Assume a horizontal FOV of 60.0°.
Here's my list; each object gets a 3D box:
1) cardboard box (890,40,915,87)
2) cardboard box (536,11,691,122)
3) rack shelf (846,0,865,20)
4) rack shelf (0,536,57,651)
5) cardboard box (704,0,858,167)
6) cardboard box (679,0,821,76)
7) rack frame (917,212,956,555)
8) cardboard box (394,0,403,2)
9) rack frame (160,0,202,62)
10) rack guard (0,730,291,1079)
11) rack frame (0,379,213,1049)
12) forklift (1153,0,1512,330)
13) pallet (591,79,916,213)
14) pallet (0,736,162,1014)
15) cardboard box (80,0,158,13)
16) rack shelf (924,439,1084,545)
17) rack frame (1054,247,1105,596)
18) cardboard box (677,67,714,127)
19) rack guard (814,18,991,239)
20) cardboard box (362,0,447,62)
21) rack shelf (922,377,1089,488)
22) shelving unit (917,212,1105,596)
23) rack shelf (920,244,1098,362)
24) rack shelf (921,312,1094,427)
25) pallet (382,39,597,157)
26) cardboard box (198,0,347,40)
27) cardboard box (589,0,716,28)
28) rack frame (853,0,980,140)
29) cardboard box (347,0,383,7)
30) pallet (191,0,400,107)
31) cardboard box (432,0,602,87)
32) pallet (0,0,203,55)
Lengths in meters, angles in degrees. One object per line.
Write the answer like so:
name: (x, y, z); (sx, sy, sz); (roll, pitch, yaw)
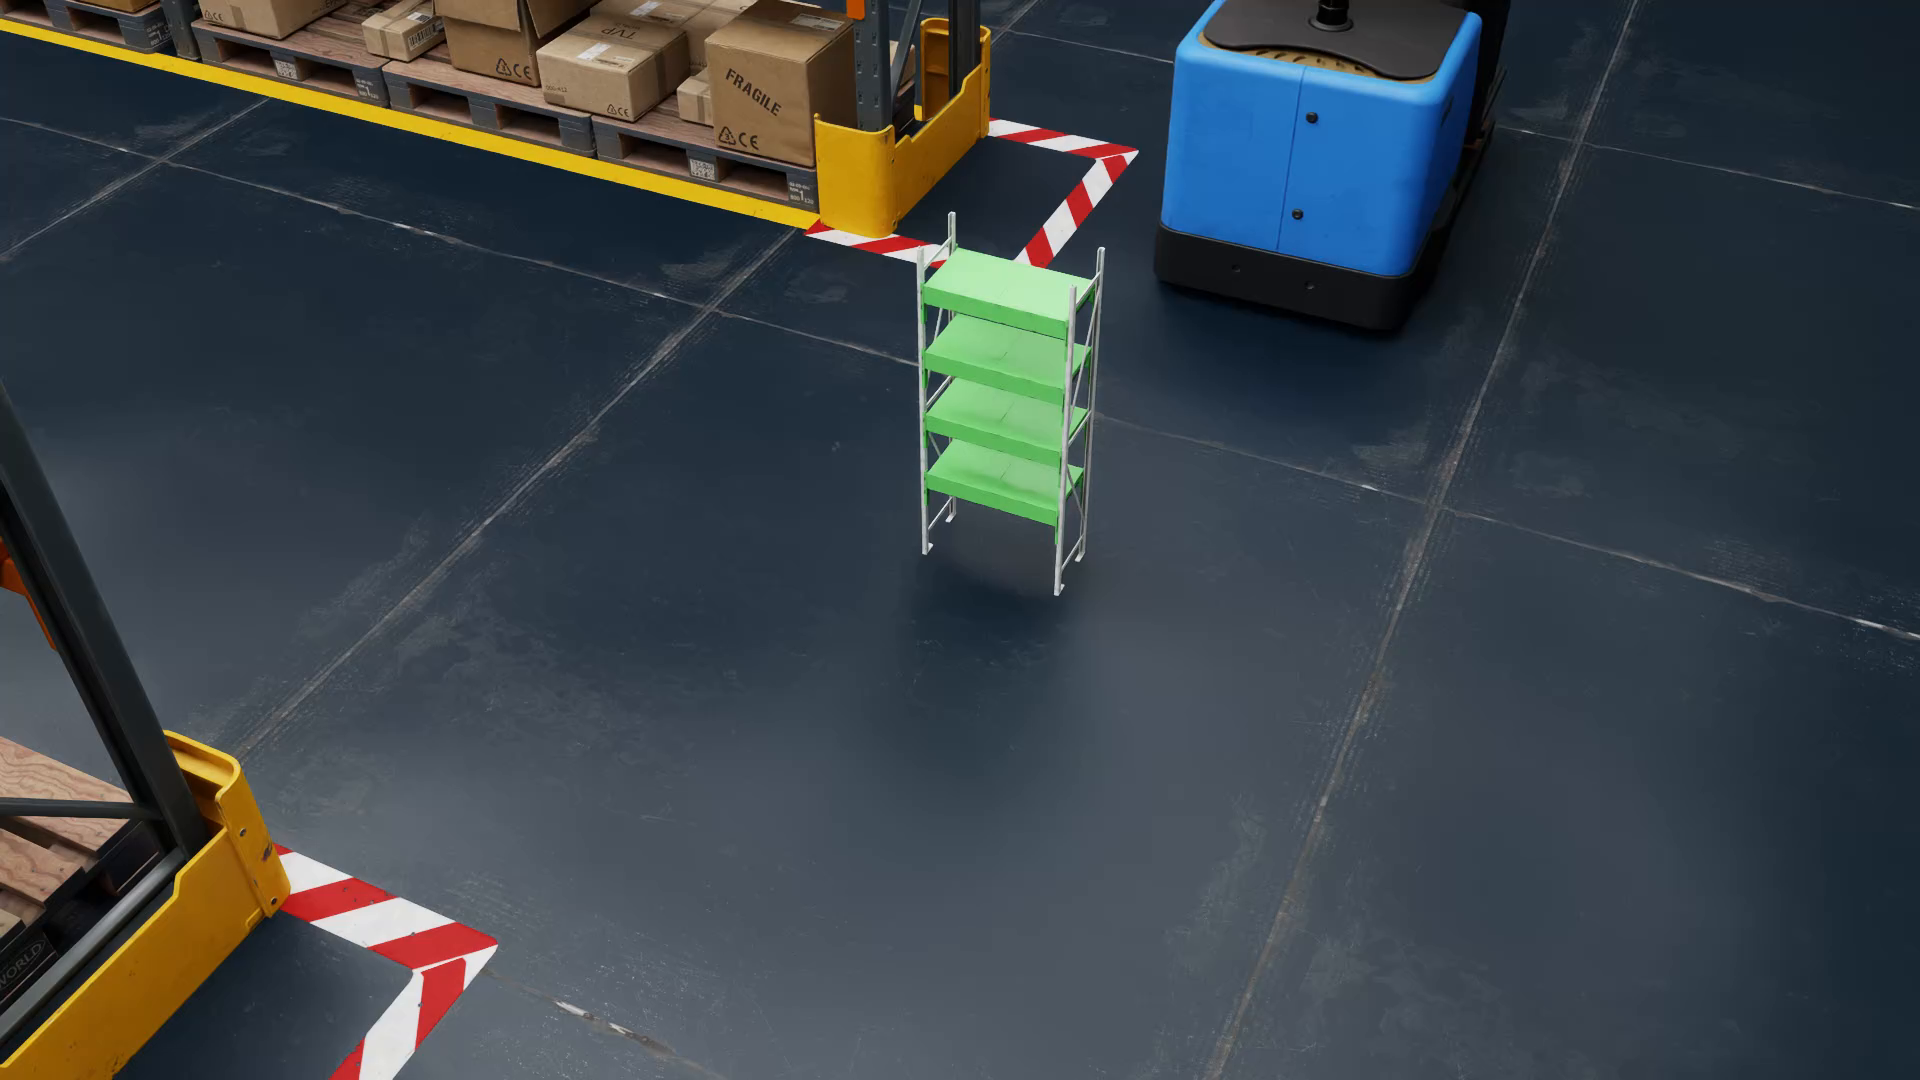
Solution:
cardboard box: (-0.405, -2.219, 7.861); (0.250, 0.149, 0.380); (17, 44, 19)
cardboard box: (-1.616, -2.223, 7.788); (0.500, 0.250, 0.500); (17, 44, 19)
rack shelf: (-1.983, -3.092, 7.577); (4.000, 0.370, 1.077); (17, 44, 19)
rack shelf: (-4.081, -0.153, 4.186); (4.000, 0.370, 1.077); (17, 44, 19)
cardboard box: (-0.767, -2.036, 7.382); (0.500, 0.500, 0.500); (17, 44, 19)
cardboard box: (-0.996, -2.395, 7.986); (0.500, 0.250, 0.500); (17, 44, 19)
rack frame: (-0.071, -0.475, 5.382); (0.015, 1.200, 0.240); (17, 44, 19)
cardboard box: (-2.794, -2.949, 8.703); (0.250, 0.149, 0.380); (17, 44, 19)
rack frame: (-3.795, -3.918, 7.980); (0.127, 3.000, 1.000); (17, 44, 19)
rack guard: (-2.241, 1.072, 4.131); (0.348, 0.500, 1.175); (17, 44, 19)
rack frame: (-2.268, 0.129, 3.311); (0.127, 3.000, 1.000); (17, 44, 19)
forklift: (1.866, -2.910, 6.869); (1.130, 2.935, 3.031); (16, 43, 18)
pallet: (-0.962, -1.998, 7.894); (1.213, 0.211, 1.003); (17, 44, 19)
pallet: (-2.999, 0.931, 4.515); (1.213, 0.211, 1.003); (17, 44, 19)
cardboard box: (-4.364, -3.106, 8.616); (0.500, 0.500, 0.500); (17, 44, 18)
rack shelf: (0.150, -0.178, 5.503); (0.480, 0.148, 0.258); (17, 44, 19)
rack frame: (0.371, -0.340, 5.226); (0.015, 1.200, 0.240); (17, 44, 19)
cardboard box: (-1.096, -2.076, 7.682); (0.250, 0.166, 0.380); (17, 44, 19)
rack guard: (-0.239, -1.887, 7.545); (0.348, 0.500, 1.175); (17, 44, 19)
cardboard box: (-2.718, -2.535, 8.212); (0.250, 0.166, 0.380); (17, 44, 19)
rack shelf: (0.150, -0.359, 5.346); (0.480, 0.148, 0.258); (17, 44, 19)
shelving unit: (0.150, -0.408, 5.304); (0.503, 1.200, 0.258); (17, 44, 19)
rack shelf: (0.150, -0.722, 5.032); (0.480, 0.148, 0.258); (17, 44, 19)
rack shelf: (0.150, -0.541, 5.189); (0.480, 0.148, 0.258); (17, 44, 19)
pallet: (-2.064, -2.336, 8.285); (1.213, 0.211, 1.003); (17, 44, 19)
cardboard box: (-3.506, -2.824, 8.434); (0.500, 0.311, 0.500); (17, 44, 19)
cardboard box: (-1.450, -2.533, 8.146); (0.500, 0.250, 0.500); (17, 44, 19)
rack frame: (-0.171, -2.810, 6.702); (0.127, 3.000, 1.000); (17, 44, 19)
cardboard box: (-3.159, -3.150, 8.667); (0.500, 0.500, 0.500); (17, 44, 19)
pallet: (-3.173, -2.673, 8.673); (1.213, 0.211, 1.003); (17, 44, 19)
cardboard box: (-2.091, -2.624, 8.057); (0.637, 0.503, 0.797); (17, 44, 19)
pallet: (-4.549, -3.067, 9.127); (1.213, 0.211, 1.003); (17, 44, 19)
